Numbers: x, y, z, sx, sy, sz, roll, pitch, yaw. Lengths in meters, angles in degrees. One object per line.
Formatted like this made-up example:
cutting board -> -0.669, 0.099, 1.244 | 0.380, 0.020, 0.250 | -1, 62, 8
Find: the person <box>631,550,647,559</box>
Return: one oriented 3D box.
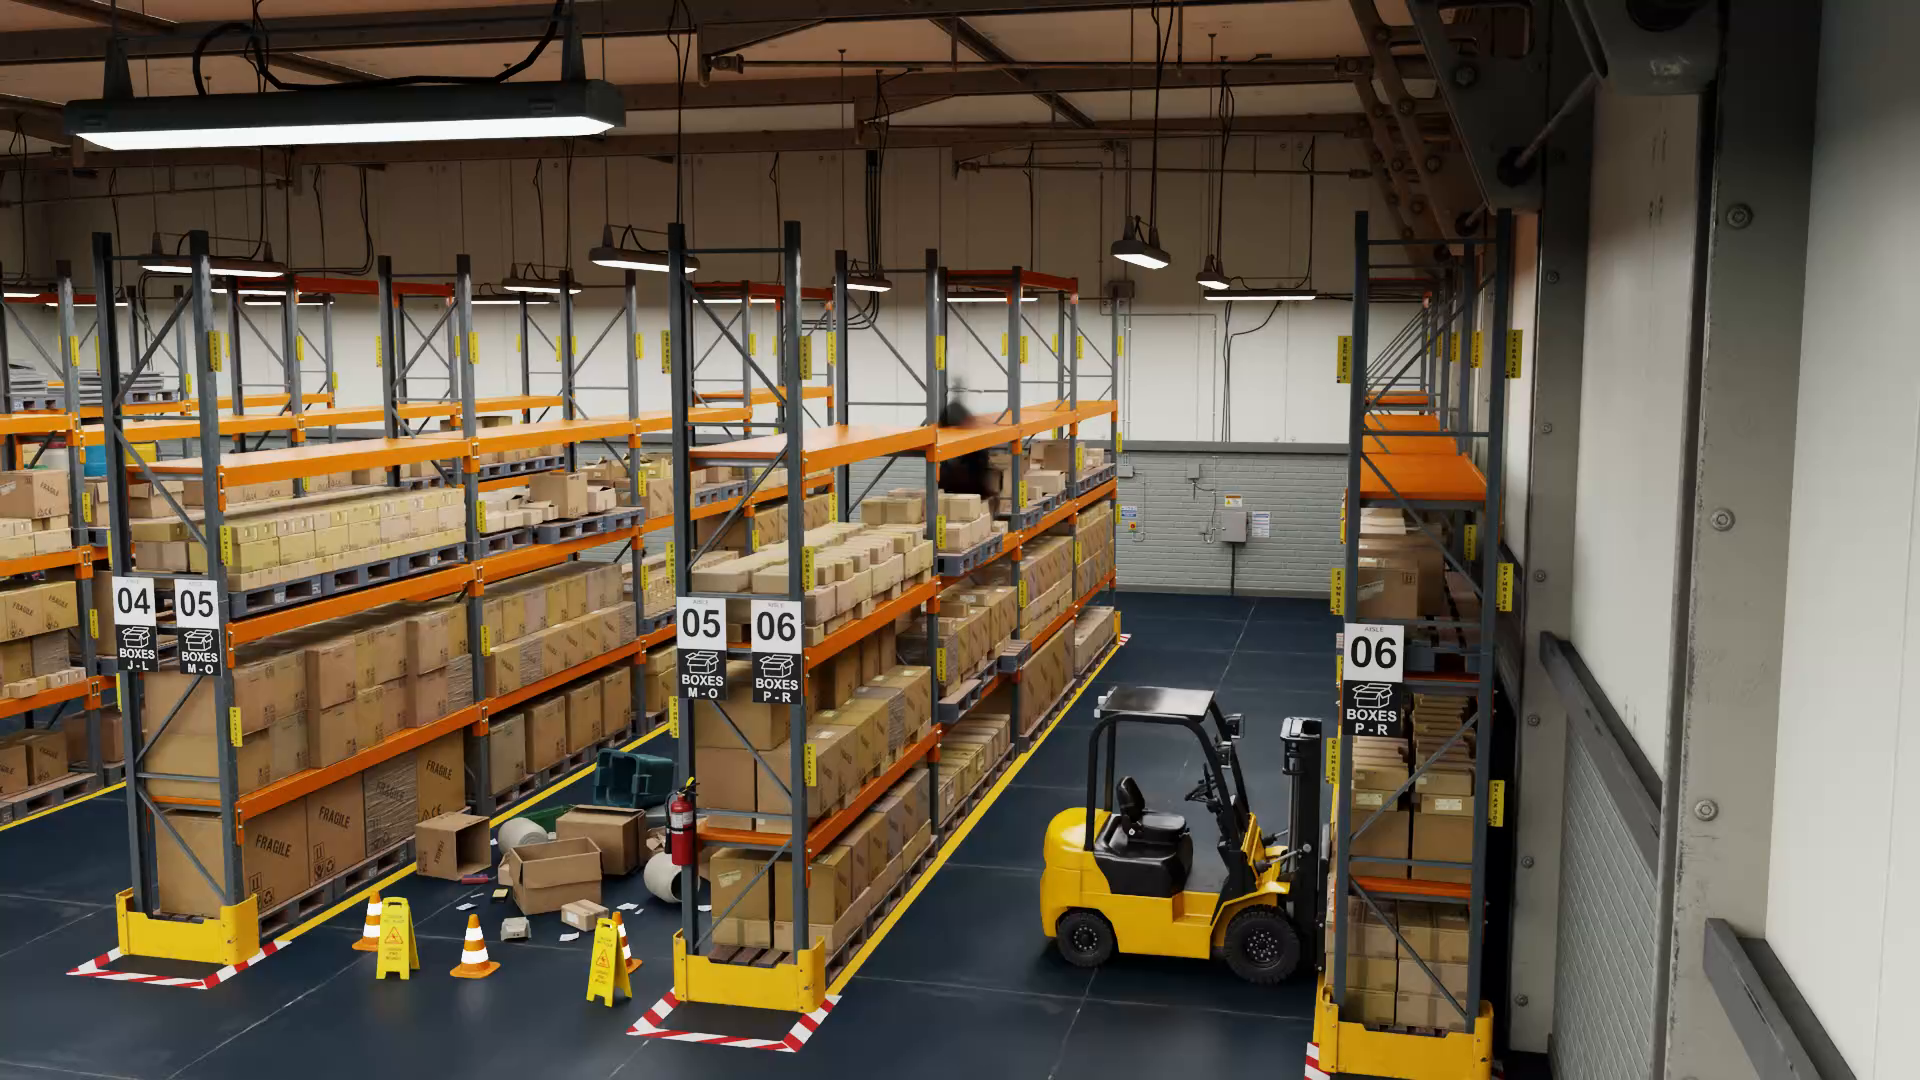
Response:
person -> -5.170, 0.993, 27.075 | 0.672, 1.800, 0.969 | 3, 8, 22
